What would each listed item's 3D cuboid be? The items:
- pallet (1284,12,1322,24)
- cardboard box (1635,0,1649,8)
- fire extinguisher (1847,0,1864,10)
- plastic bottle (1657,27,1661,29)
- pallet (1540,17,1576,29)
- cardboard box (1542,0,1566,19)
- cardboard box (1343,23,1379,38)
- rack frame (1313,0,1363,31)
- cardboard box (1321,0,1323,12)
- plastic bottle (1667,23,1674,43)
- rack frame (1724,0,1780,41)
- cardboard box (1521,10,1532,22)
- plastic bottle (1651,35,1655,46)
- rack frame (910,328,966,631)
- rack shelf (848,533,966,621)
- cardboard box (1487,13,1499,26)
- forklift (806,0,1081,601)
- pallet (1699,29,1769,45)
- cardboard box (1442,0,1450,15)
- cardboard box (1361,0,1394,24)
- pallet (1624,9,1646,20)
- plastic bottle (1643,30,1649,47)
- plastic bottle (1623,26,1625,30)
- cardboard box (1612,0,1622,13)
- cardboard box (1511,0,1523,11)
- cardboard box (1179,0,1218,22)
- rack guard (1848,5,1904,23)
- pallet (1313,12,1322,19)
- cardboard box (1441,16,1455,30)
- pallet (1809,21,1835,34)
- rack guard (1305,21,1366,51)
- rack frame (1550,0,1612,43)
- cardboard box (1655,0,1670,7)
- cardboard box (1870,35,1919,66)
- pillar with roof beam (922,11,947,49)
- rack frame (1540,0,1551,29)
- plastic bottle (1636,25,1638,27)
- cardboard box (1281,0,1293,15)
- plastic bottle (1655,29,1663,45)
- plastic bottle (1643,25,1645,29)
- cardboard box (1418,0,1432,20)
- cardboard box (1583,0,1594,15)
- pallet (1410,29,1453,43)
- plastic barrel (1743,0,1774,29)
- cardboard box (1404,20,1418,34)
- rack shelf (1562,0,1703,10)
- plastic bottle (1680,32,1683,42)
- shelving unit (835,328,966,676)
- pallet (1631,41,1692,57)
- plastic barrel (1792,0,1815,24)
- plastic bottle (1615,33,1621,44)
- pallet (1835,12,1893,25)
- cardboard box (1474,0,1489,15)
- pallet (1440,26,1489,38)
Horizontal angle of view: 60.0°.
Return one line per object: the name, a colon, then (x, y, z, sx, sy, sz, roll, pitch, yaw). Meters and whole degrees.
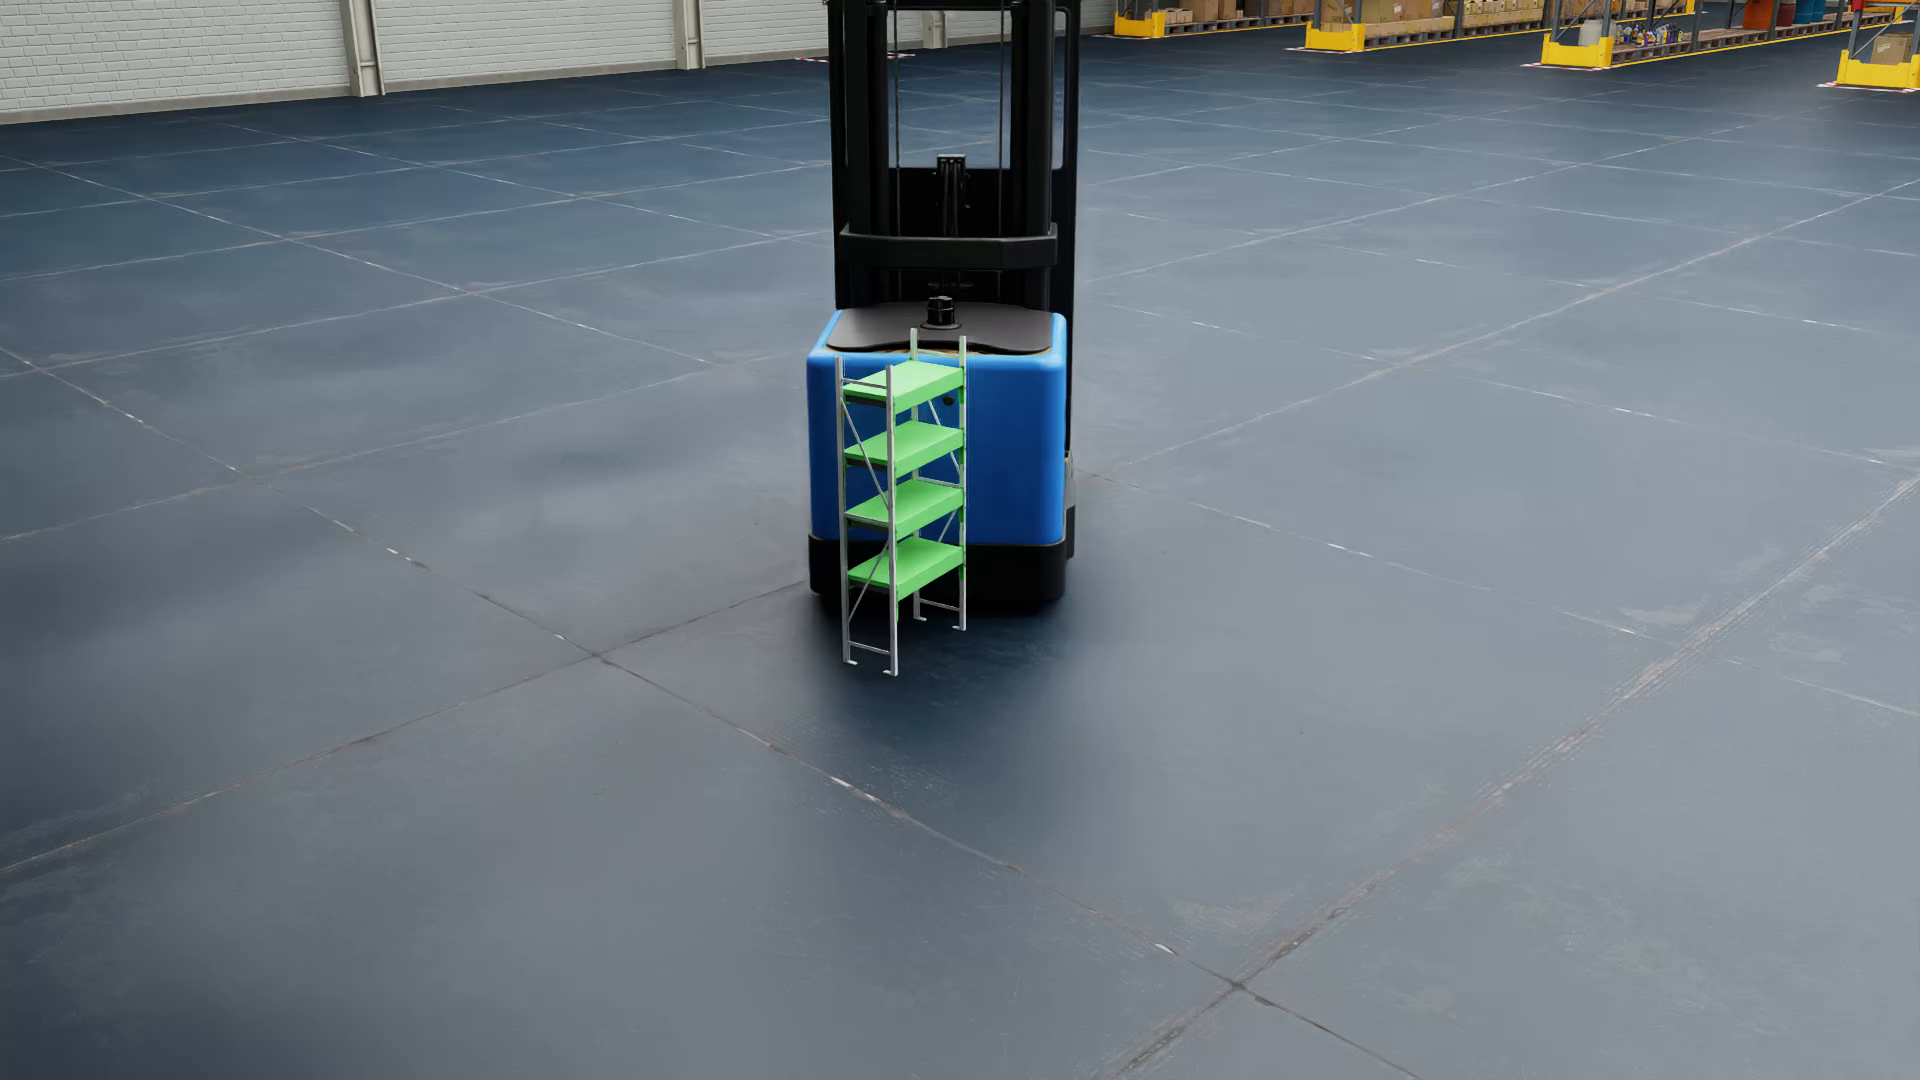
pallet: (8.003, -12.542, 39.911, 1.003, 0.211, 1.213, 19, 28, 41)
cardboard box: (17.049, -13.670, 41.825, 0.797, 0.503, 0.637, 19, 28, 41)
fire extinguisher: (14.056, -8.630, 25.955, 0.296, 0.674, 0.183, 19, 28, 41)
plastic bottle: (13.207, -9.526, 31.361, 0.152, 0.276, 0.135, 19, 28, 41)
pallet: (13.500, -11.998, 38.496, 1.003, 0.211, 1.213, 19, 28, 41)
cardboard box: (13.474, -12.201, 38.009, 0.500, 0.500, 0.500, -19, 28, -40)
cardboard box: (7.904, -10.056, 32.803, 0.500, 0.250, 0.500, 19, 28, 41)
rack frame: (7.371, -11.061, 32.171, 1.000, 3.000, 0.127, 19, 28, 41)
cardboard box: (8.492, -13.093, 40.330, 0.700, 0.500, 0.500, 19, 28, 41)
plastic bottle: (13.331, -9.530, 31.268, 0.144, 0.351, 0.185, 18, 27, 38)
rack frame: (16.498, -11.877, 34.293, 1.000, 3.000, 0.127, 19, 28, 41)
cardboard box: (12.402, -11.700, 37.082, 0.500, 0.250, 0.500, 19, 28, 40)
plastic bottle: (12.783, -9.247, 30.738, 0.097, 0.201, 0.097, 0, 21, 0)
rack frame: (-0.083, -0.222, 6.479, 0.240, 1.200, 0.015, 13, 24, 30)
rack shelf: (-0.212, 0.136, 6.394, 0.258, 0.148, 0.480, 13, 24, 30)
cardboard box: (11.337, -11.308, 36.062, 0.500, 0.250, 0.500, 18, 28, 39)
forklift: (-0.009, -1.606, 7.667, 1.130, 2.935, 3.031, 1, 21, 3)
pallet: (15.930, -10.386, 34.301, 1.003, 0.211, 1.213, 19, 28, 41)
cardboard box: (10.238, -11.439, 35.621, 0.500, 0.311, 0.500, 19, 28, 41)
cardboard box: (8.252, -10.535, 33.004, 0.500, 0.500, 0.500, 19, 28, 41)
pallet: (16.222, -13.020, 41.155, 1.003, 0.211, 1.213, 19, 28, 41)
plastic bottle: (12.576, -9.199, 30.501, 0.133, 0.283, 0.061, -20, 28, -41)
plastic bottle: (12.571, -9.602, 31.547, 0.133, 0.283, 0.061, -19, 28, -40)
cardboard box: (15.603, -12.986, 40.049, 0.500, 0.500, 0.500, 19, 28, 40)
cardboard box: (12.051, -11.831, 36.640, 0.500, 0.311, 0.500, 19, 28, 40)
cardboard box: (5.311, -11.816, 37.007, 0.700, 0.500, 0.500, 17, 27, 37)
rack guard: (22.086, -12.776, 40.117, 1.175, 0.500, 0.348, 19, 28, 41)
pallet: (8.854, -12.854, 40.723, 1.003, 0.211, 1.213, 19, 28, 41)
cardboard box: (9.994, -10.828, 34.812, 0.500, 0.250, 0.500, 19, 28, 41)
pallet: (18.720, -11.415, 36.980, 1.003, 0.211, 1.213, 19, 28, 41)
rack guard: (7.354, -9.888, 32.603, 1.175, 0.500, 0.348, 19, 28, 41)
rack frame: (10.917, -9.820, 28.943, 1.000, 3.000, 0.127, 19, 28, 41)
cardboard box: (17.645, -13.658, 42.146, 0.500, 0.250, 0.500, 19, 28, 41)
cardboard box: (14.914, -7.766, 26.498, 0.500, 0.500, 0.500, -14, 25, -32)
pillar with roof beam: (2.586, -12.877, 28.533, 9.100, 9.000, 0.400, 19, 28, 41)
rack frame: (12.952, -13.117, 37.521, 1.000, 3.000, 0.127, 19, 28, 41)
plastic bottle: (12.965, -9.720, 31.866, 0.135, 0.276, 0.152, -19, 28, -40)
cardboard box: (7.435, -12.705, 39.320, 0.700, 0.500, 0.500, 19, 28, 40)
plastic bottle: (12.989, -9.372, 30.959, 0.135, 0.276, 0.152, -20, 28, -41)
plastic bottle: (13.042, -9.697, 31.796, 0.061, 0.283, 0.133, 19, 28, 41)
cardboard box: (9.291, -10.923, 34.013, 0.500, 0.500, 0.500, 19, 28, 41)
cardboard box: (14.549, -12.600, 39.048, 0.500, 0.500, 0.500, 18, 27, 39)
pallet: (9.576, -10.594, 34.842, 1.003, 0.211, 1.213, 19, 28, 41)
plastic barrel: (16.827, -11.190, 34.946, 0.600, 0.830, 0.708, 19, 28, 41)
cardboard box: (8.952, -10.441, 33.805, 0.500, 0.250, 0.500, 19, 28, 41)
rack shelf: (12.312, -9.999, 30.410, 1.077, 0.370, 4.000, 19, 28, 41)
plastic bottle: (13.678, -9.576, 31.596, 0.097, 0.201, 0.097, 0, 21, 0)
shelving unit: (-0.212, -0.147, 6.285, 0.258, 1.200, 0.503, 13, 24, 30)
pallet: (13.209, -9.385, 31.696, 1.003, 0.211, 1.213, 19, 28, 41)
plastic barrel: (18.403, -11.804, 36.443, 0.600, 0.901, 0.708, 19, 28, 41)
plastic bottle: (12.279, -9.368, 31.055, 0.097, 0.201, 0.097, 0, 21, 0)
pallet: (21.476, -12.429, 39.618, 1.003, 0.211, 1.213, 19, 28, 41)
cardboard box: (10.981, -11.435, 35.609, 0.500, 0.311, 0.500, 19, 28, 40)
pallet: (10.647, -10.987, 35.865, 1.003, 0.211, 1.213, 19, 28, 41)
